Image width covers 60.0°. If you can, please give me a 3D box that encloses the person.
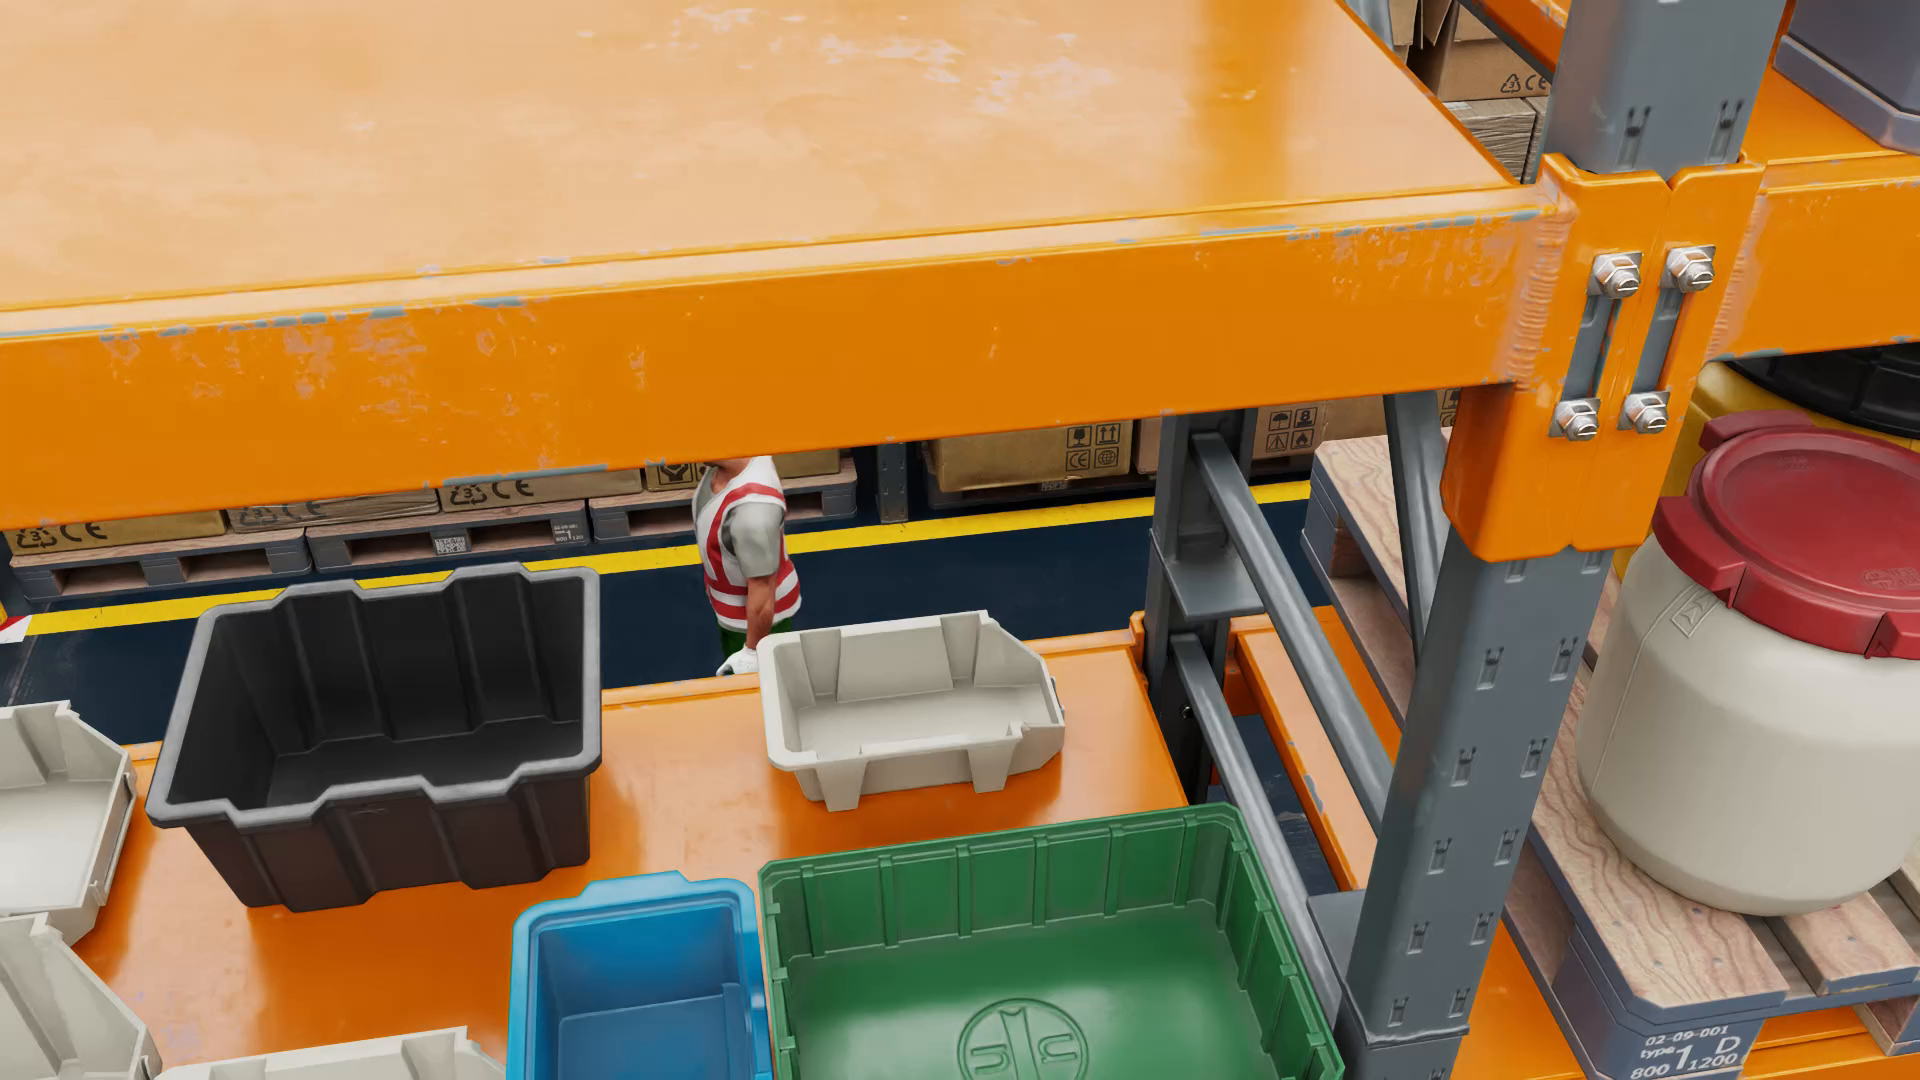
[{"bbox_3d":[-0.745,0.251,5.813,0.376,1.799,0.655,-13,40,-15],"label":"person"}]
